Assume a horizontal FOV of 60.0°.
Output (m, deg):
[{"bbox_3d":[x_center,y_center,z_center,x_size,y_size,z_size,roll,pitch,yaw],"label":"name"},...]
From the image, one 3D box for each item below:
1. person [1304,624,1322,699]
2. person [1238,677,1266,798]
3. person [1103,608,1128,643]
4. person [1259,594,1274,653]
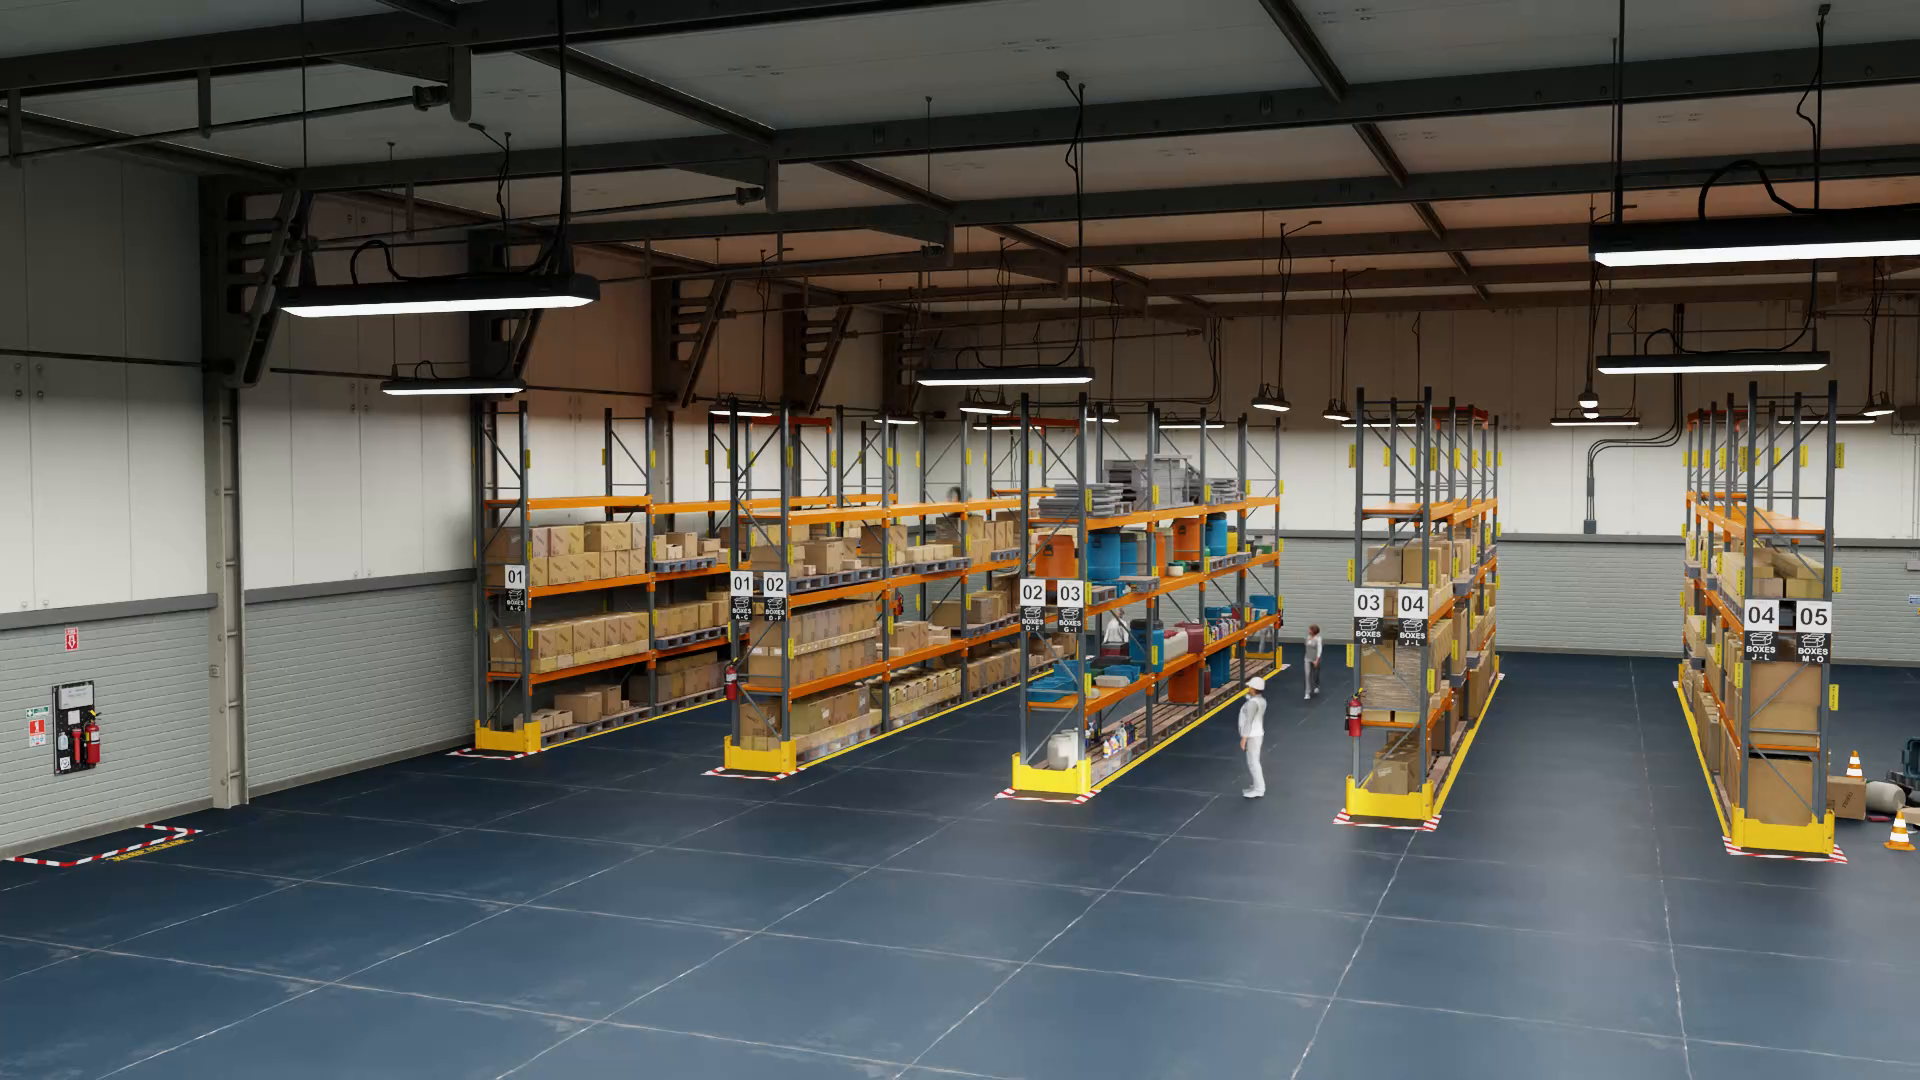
[{"bbox_3d":[7.407,2.536,34.874,0.382,1.539,0.962,1,3,16],"label":"person"},{"bbox_3d":[4.338,2.917,24.694,0.404,1.780,0.590,0,3,9],"label":"person"},{"bbox_3d":[3.521,2.347,37.588,0.561,1.645,0.947,1,3,15],"label":"person"},{"bbox_3d":[7.664,2.171,41.181,0.540,1.689,0.451,1,3,14],"label":"person"}]
